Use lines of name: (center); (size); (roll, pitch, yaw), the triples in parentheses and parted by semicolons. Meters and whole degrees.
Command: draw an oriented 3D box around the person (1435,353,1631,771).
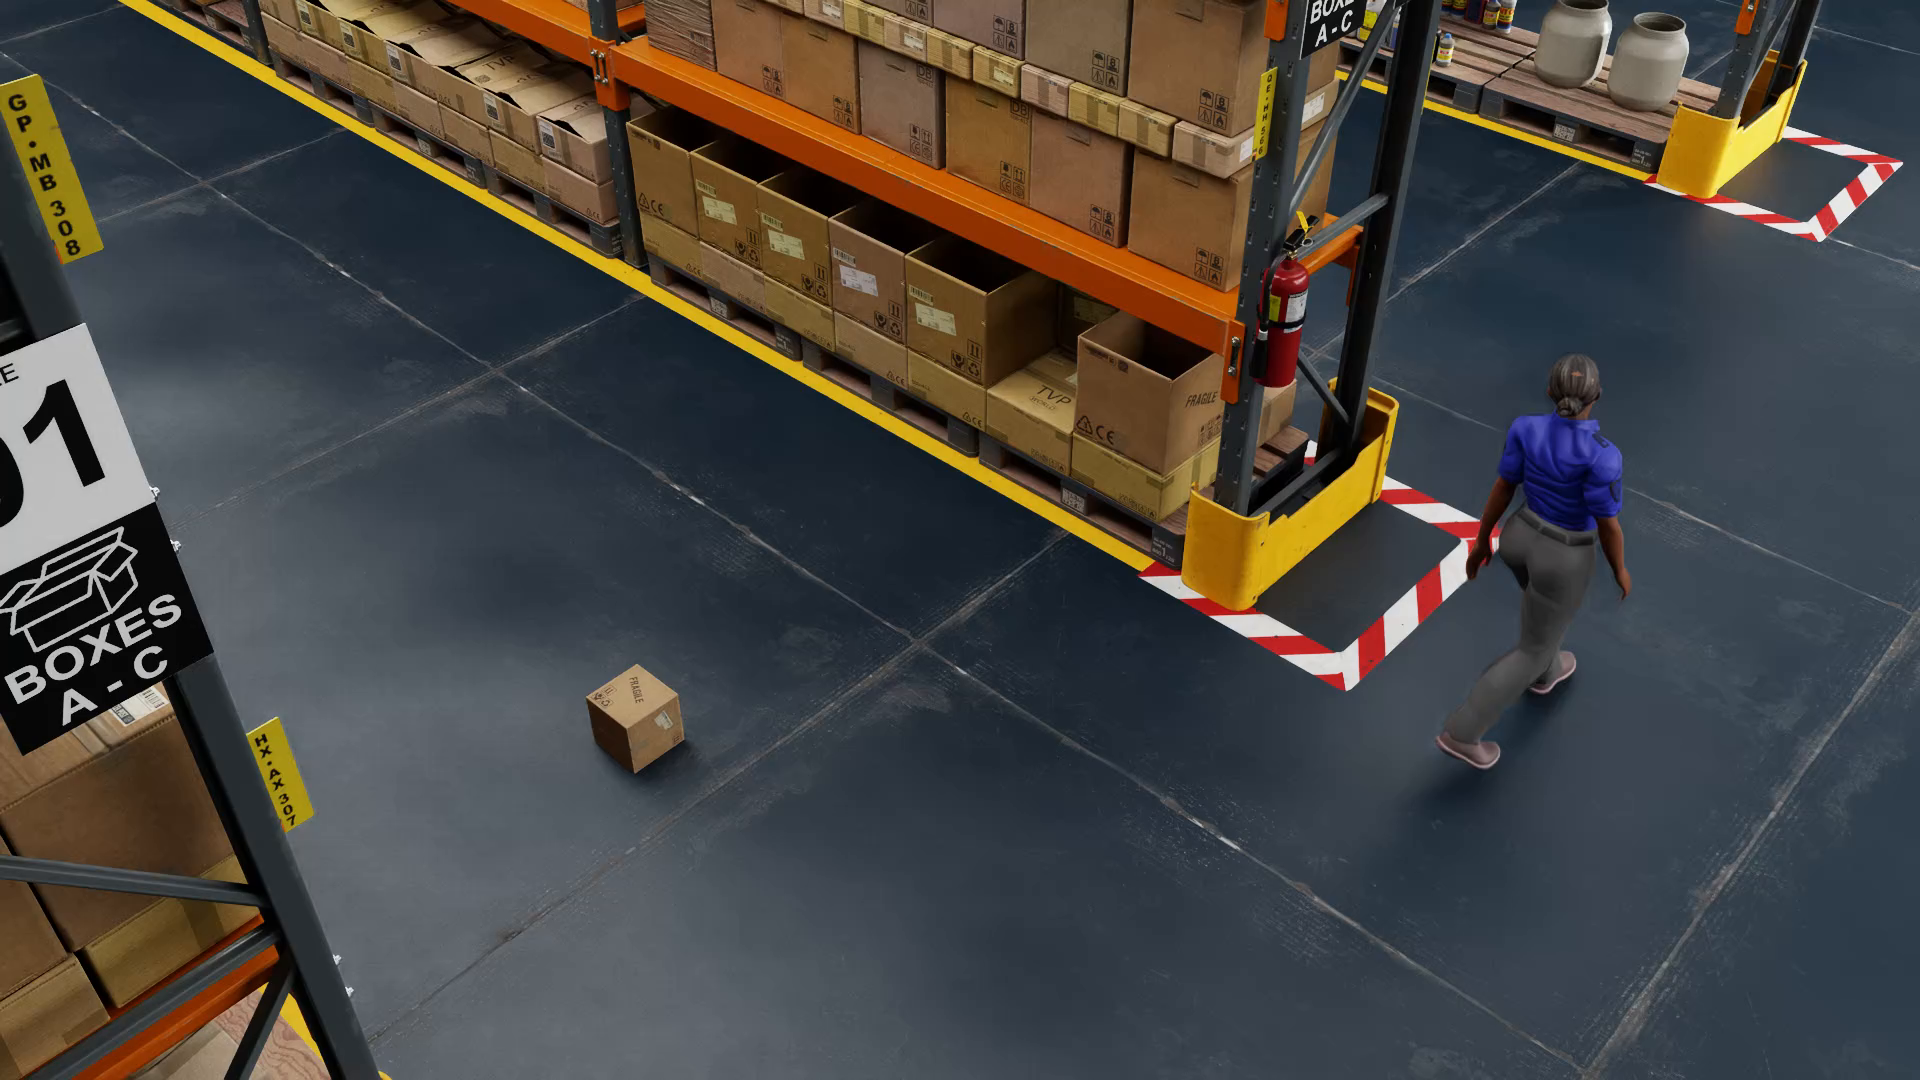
person: (2.133, 0.067, 6.079); (0.955, 1.613, 0.524); (-23, 45, -26)
